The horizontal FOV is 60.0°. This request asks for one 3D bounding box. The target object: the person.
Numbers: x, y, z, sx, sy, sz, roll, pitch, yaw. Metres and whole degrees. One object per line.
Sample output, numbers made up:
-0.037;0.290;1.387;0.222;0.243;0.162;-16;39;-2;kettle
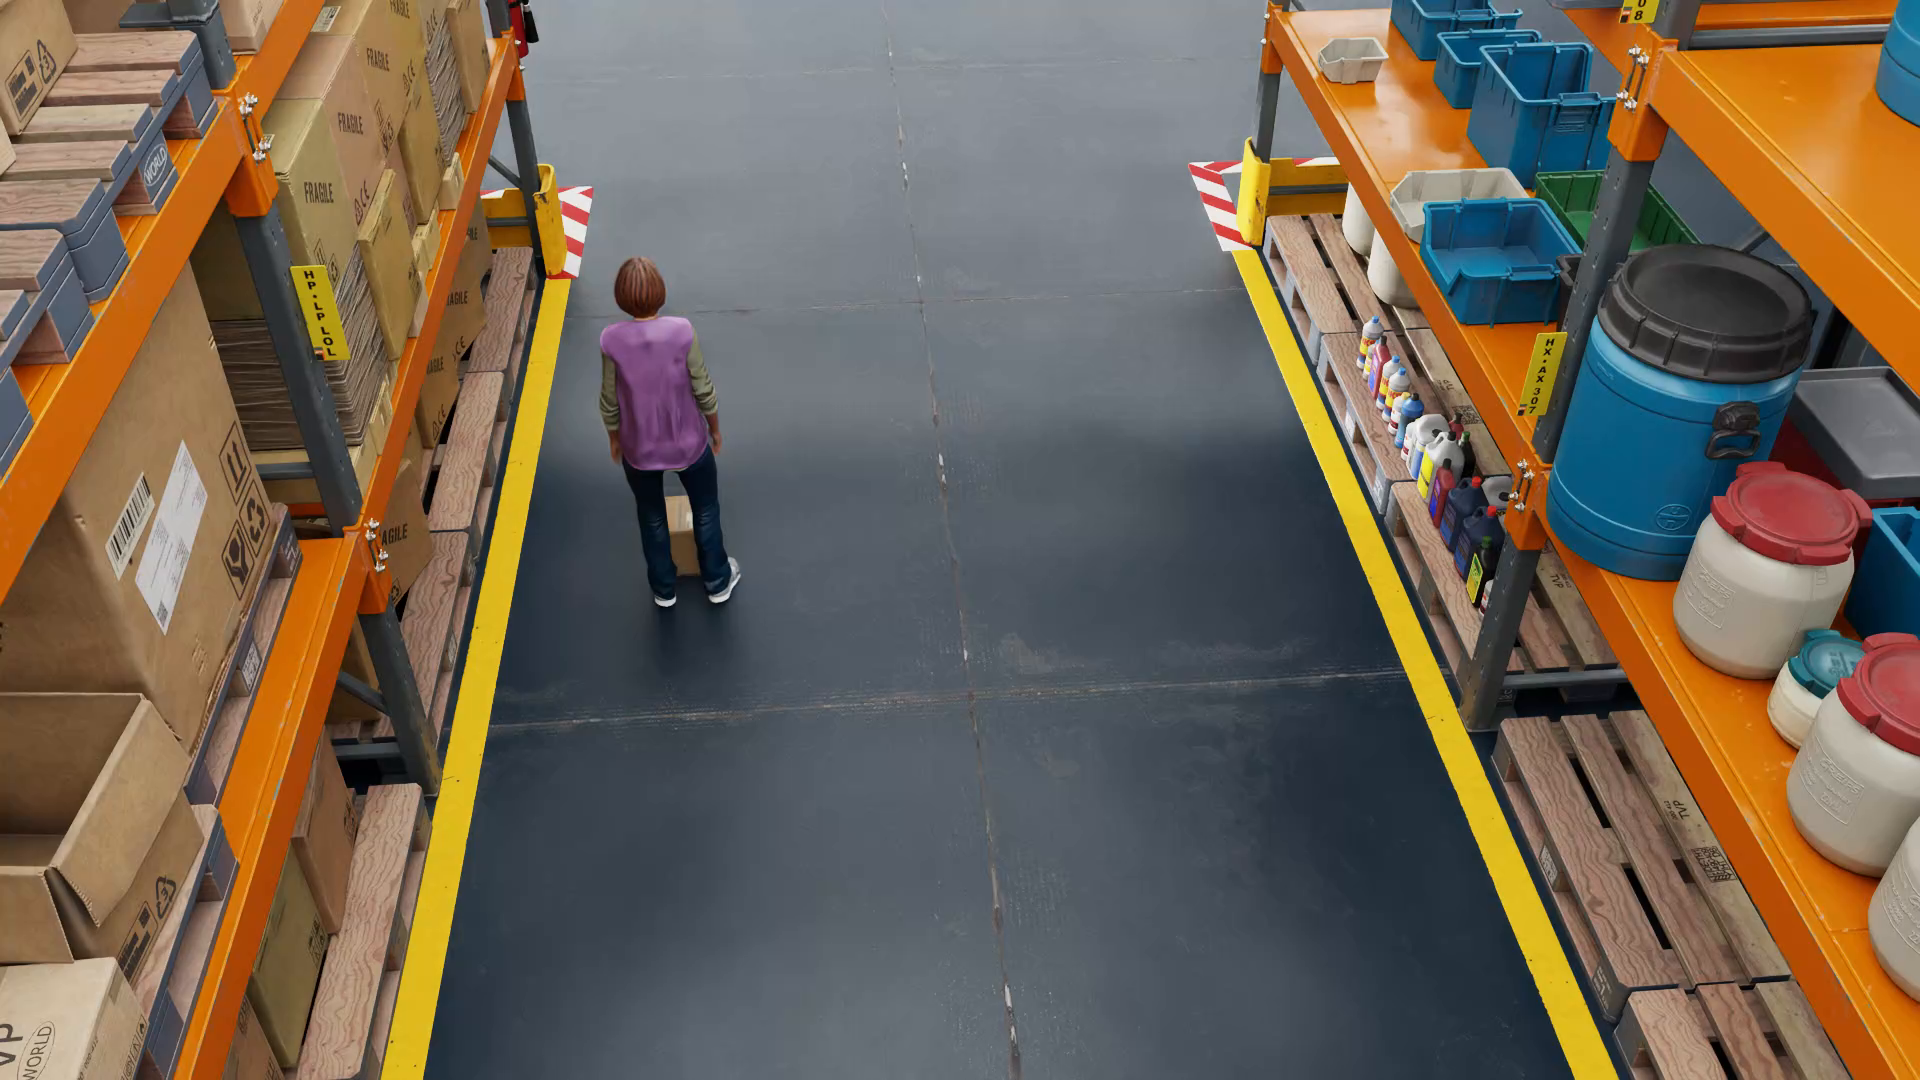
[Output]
-1.173;-0.380;6.632;0.466;1.580;0.345;-4;40;-5;person
